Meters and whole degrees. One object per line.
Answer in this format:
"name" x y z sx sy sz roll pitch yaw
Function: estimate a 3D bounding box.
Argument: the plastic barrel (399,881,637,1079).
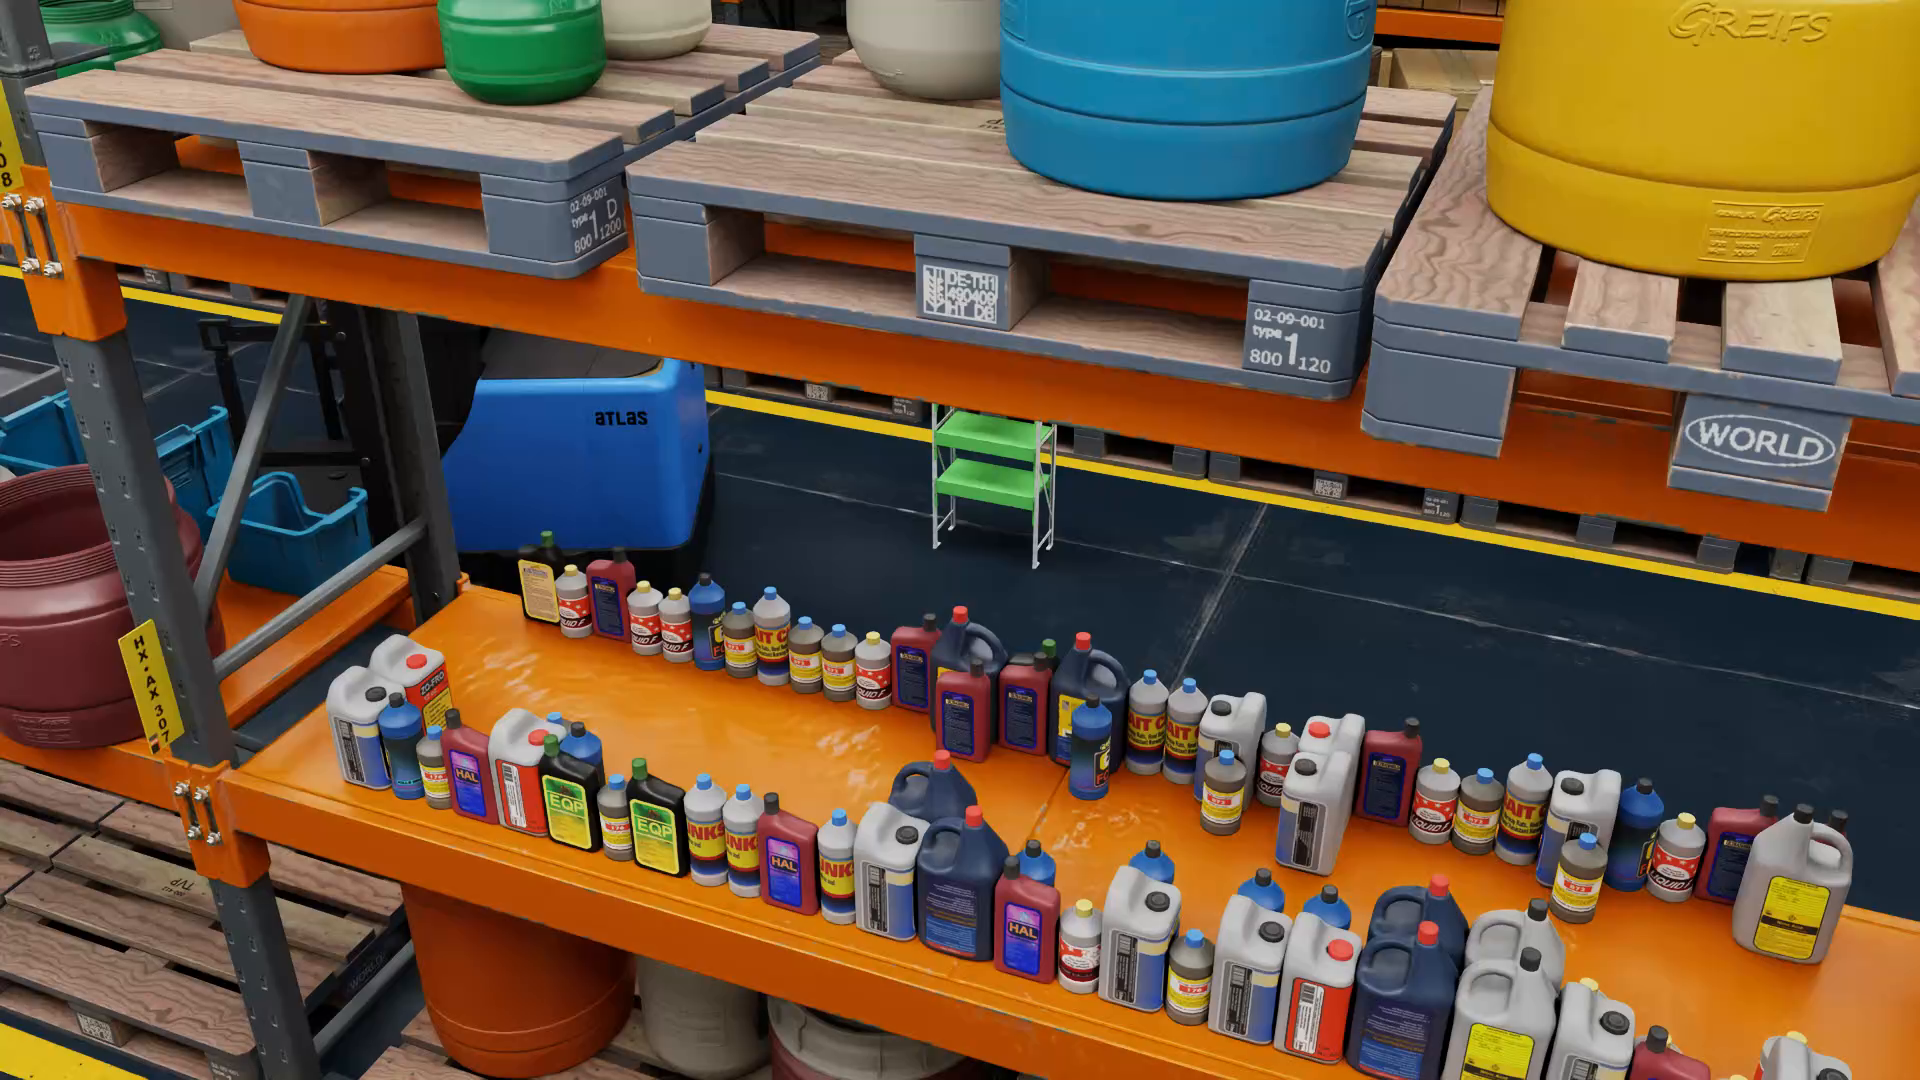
"plastic barrel" -1.244 1.012 4.691 0.708 0.830 0.600 11 31 19

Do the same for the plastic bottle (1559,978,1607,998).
"plastic bottle" 1.207 0.940 3.240 0.097 0.201 0.097 0 29 0

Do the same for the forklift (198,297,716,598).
"forklift" -2.673 -1.203 6.900 3.031 2.935 1.130 -1 29 -1

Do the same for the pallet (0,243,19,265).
"pallet" -6.527 -2.235 11.489 1.213 0.211 1.003 11 31 19

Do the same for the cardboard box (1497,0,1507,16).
"cardboard box" 3.905 -3.752 11.575 0.250 0.149 0.380 12 32 21

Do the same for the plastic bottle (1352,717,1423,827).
"plastic bottle" 1.000 0.531 3.881 0.133 0.283 0.061 11 31 19

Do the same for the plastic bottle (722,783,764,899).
"plastic bottle" -0.471 0.655 3.673 0.097 0.271 0.097 0 29 0

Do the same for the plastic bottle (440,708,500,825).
"plastic bottle" -1.137 0.527 3.888 0.133 0.283 0.061 11 31 19

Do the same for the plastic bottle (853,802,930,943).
"plastic bottle" -0.139 0.705 3.580 0.135 0.276 0.152 11 31 19

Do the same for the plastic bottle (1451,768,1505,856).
"plastic bottle" 1.191 0.614 3.816 0.097 0.201 0.097 0 29 0

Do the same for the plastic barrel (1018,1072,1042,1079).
"plastic barrel" 0.359 1.423 4.286 0.421 0.512 0.421 0 29 0

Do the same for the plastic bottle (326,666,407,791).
"plastic bottle" -1.424 0.448 4.034 0.135 0.276 0.152 11 31 19

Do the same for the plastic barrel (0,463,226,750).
"plastic barrel" -2.248 0.160 4.280 0.708 0.536 0.600 11 31 19

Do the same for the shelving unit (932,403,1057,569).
"shelving unit" 0.153 -0.492 7.401 0.503 1.200 0.258 11 31 19

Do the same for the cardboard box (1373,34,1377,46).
"cardboard box" 2.653 -3.401 12.477 0.750 0.750 0.750 11 31 18

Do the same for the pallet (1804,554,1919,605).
"pallet" 4.505 -0.009 7.552 1.213 0.211 1.003 11 31 19

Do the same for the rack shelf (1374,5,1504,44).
"rack shelf" 3.874 -3.667 11.920 4.000 0.370 1.077 11 31 19

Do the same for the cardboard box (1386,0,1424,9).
"cardboard box" 3.207 -3.910 11.855 0.250 0.149 0.380 12 32 20

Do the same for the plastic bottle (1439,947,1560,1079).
"plastic bottle" 1.028 0.908 3.146 0.185 0.351 0.144 11 31 19

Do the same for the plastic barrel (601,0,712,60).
"plastic barrel" -0.655 -1.130 3.366 0.301 0.262 0.301 0 29 0

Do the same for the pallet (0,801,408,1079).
"pallet" -2.407 1.220 5.377 1.213 0.211 1.003 11 31 19

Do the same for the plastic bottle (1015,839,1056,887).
"plastic bottle" 0.152 0.747 3.510 0.097 0.271 0.097 0 29 0

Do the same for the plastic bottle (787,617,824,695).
"plastic bottle" -0.404 0.296 4.380 0.097 0.201 0.097 0 29 0

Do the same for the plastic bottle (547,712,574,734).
"plastic bottle" -0.966 0.506 4.008 0.097 0.201 0.097 0 29 0

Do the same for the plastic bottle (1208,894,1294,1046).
"plastic bottle" 0.585 0.850 3.324 0.135 0.276 0.152 11 31 19

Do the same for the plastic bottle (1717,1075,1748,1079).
"plastic bottle" 1.398 1.059 3.030 0.097 0.201 0.097 0 29 0

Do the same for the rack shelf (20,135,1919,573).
"rack shelf" 0.149 -0.456 3.191 4.000 0.370 1.077 11 31 19

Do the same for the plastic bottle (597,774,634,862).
"plastic bottle" -0.775 0.625 3.798 0.097 0.201 0.097 0 29 0

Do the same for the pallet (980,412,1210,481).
"pallet" 0.840 -0.722 8.812 1.213 0.211 1.003 11 31 19

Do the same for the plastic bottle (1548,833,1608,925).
"plastic bottle" 1.348 0.727 3.618 0.097 0.201 0.097 0 29 0

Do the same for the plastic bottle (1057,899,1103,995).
"plastic bottle" 0.253 0.830 3.435 0.097 0.201 0.097 0 29 0

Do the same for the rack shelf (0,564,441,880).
"rack shelf" -3.557 0.110 5.238 4.000 0.370 1.077 11 31 19

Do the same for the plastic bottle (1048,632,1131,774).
"plastic bottle" 0.317 0.388 4.066 0.185 0.351 0.144 11 31 19

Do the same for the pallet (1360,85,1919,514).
"pallet" 1.240 -0.417 2.583 1.003 0.211 1.213 11 31 19

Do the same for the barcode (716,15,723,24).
"barcode" -2.096 -4.542 14.506 0.075 0.075 0.001 11 31 19

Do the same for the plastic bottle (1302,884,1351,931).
"plastic bottle" 0.740 0.816 3.388 0.097 0.271 0.097 0 29 0

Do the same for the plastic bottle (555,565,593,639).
"plastic bottle" -1.068 0.163 4.614 0.097 0.201 0.097 0 29 0

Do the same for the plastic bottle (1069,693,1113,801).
"plastic bottle" 0.312 0.485 3.974 0.097 0.271 0.097 0 29 0

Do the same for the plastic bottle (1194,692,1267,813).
"plastic bottle" 0.644 0.487 3.965 0.135 0.276 0.152 11 31 19

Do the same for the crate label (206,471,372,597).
"crate label" -1.953 -0.009 4.888 0.416 0.233 0.303 11 31 19

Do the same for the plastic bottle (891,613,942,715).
"plastic bottle" -0.109 0.310 4.273 0.133 0.283 0.061 11 31 19

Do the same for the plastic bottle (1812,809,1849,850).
"plastic bottle" 1.823 0.695 3.590 0.133 0.283 0.061 11 31 19

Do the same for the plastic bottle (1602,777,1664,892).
"plastic bottle" 1.496 0.645 3.691 0.097 0.271 0.097 0 29 0

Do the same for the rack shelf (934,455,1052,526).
"rack shelf" 0.153 -0.227 7.550 0.480 0.148 0.258 11 31 19

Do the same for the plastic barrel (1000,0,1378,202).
"plastic barrel" 0.364 -1.046 2.567 0.708 0.901 0.600 11 31 19

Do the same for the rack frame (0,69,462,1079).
"rack frame" -1.704 0.167 4.406 0.127 3.000 1.000 11 31 19

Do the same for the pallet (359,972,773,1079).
"pallet" -0.958 1.508 4.868 1.213 0.211 1.003 11 31 19

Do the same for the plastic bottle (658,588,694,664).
"plastic bottle" -0.764 0.224 4.507 0.097 0.201 0.097 0 29 0
